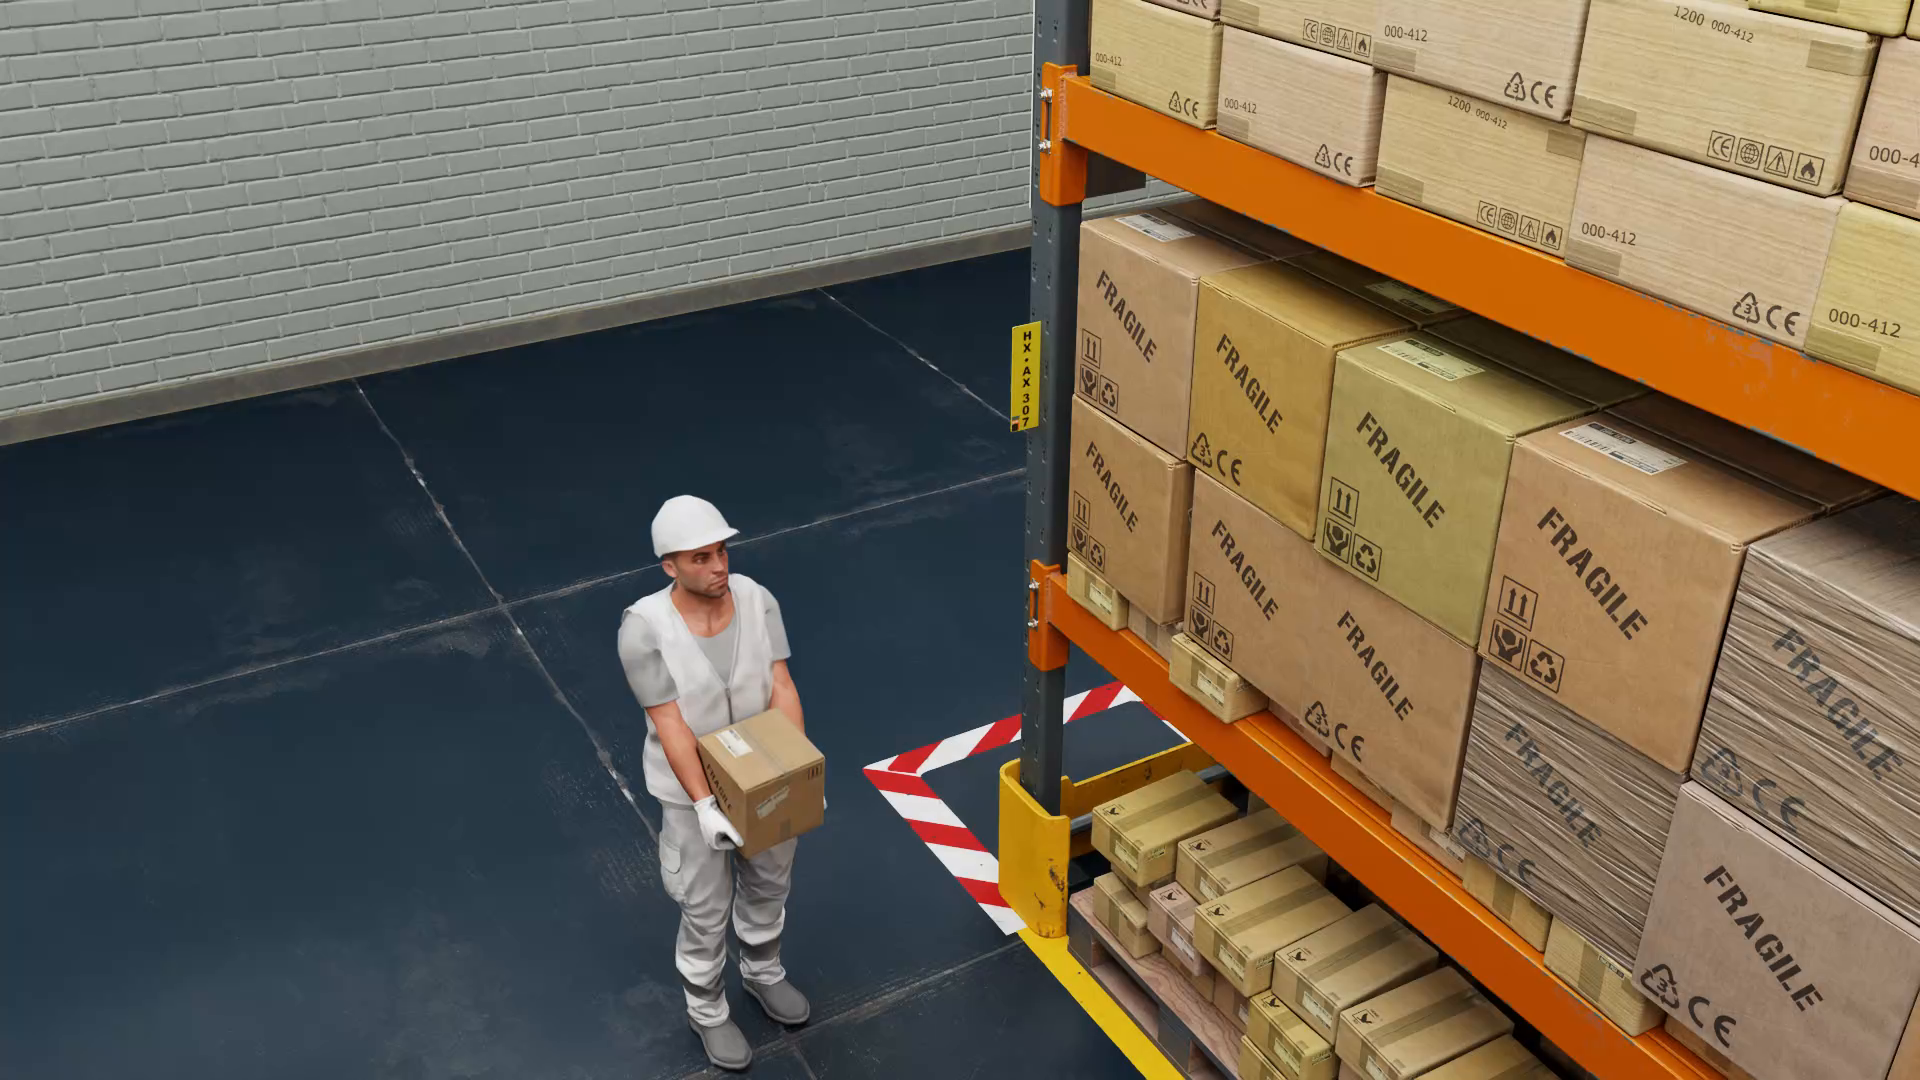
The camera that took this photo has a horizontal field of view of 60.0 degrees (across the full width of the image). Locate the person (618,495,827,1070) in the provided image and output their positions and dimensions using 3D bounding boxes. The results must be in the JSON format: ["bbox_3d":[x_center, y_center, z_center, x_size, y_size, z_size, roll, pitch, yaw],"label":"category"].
[{"bbox_3d":[-0.636,0.738,4.762,0.493,1.782,0.572,-20,34,-32],"label":"person"}]
